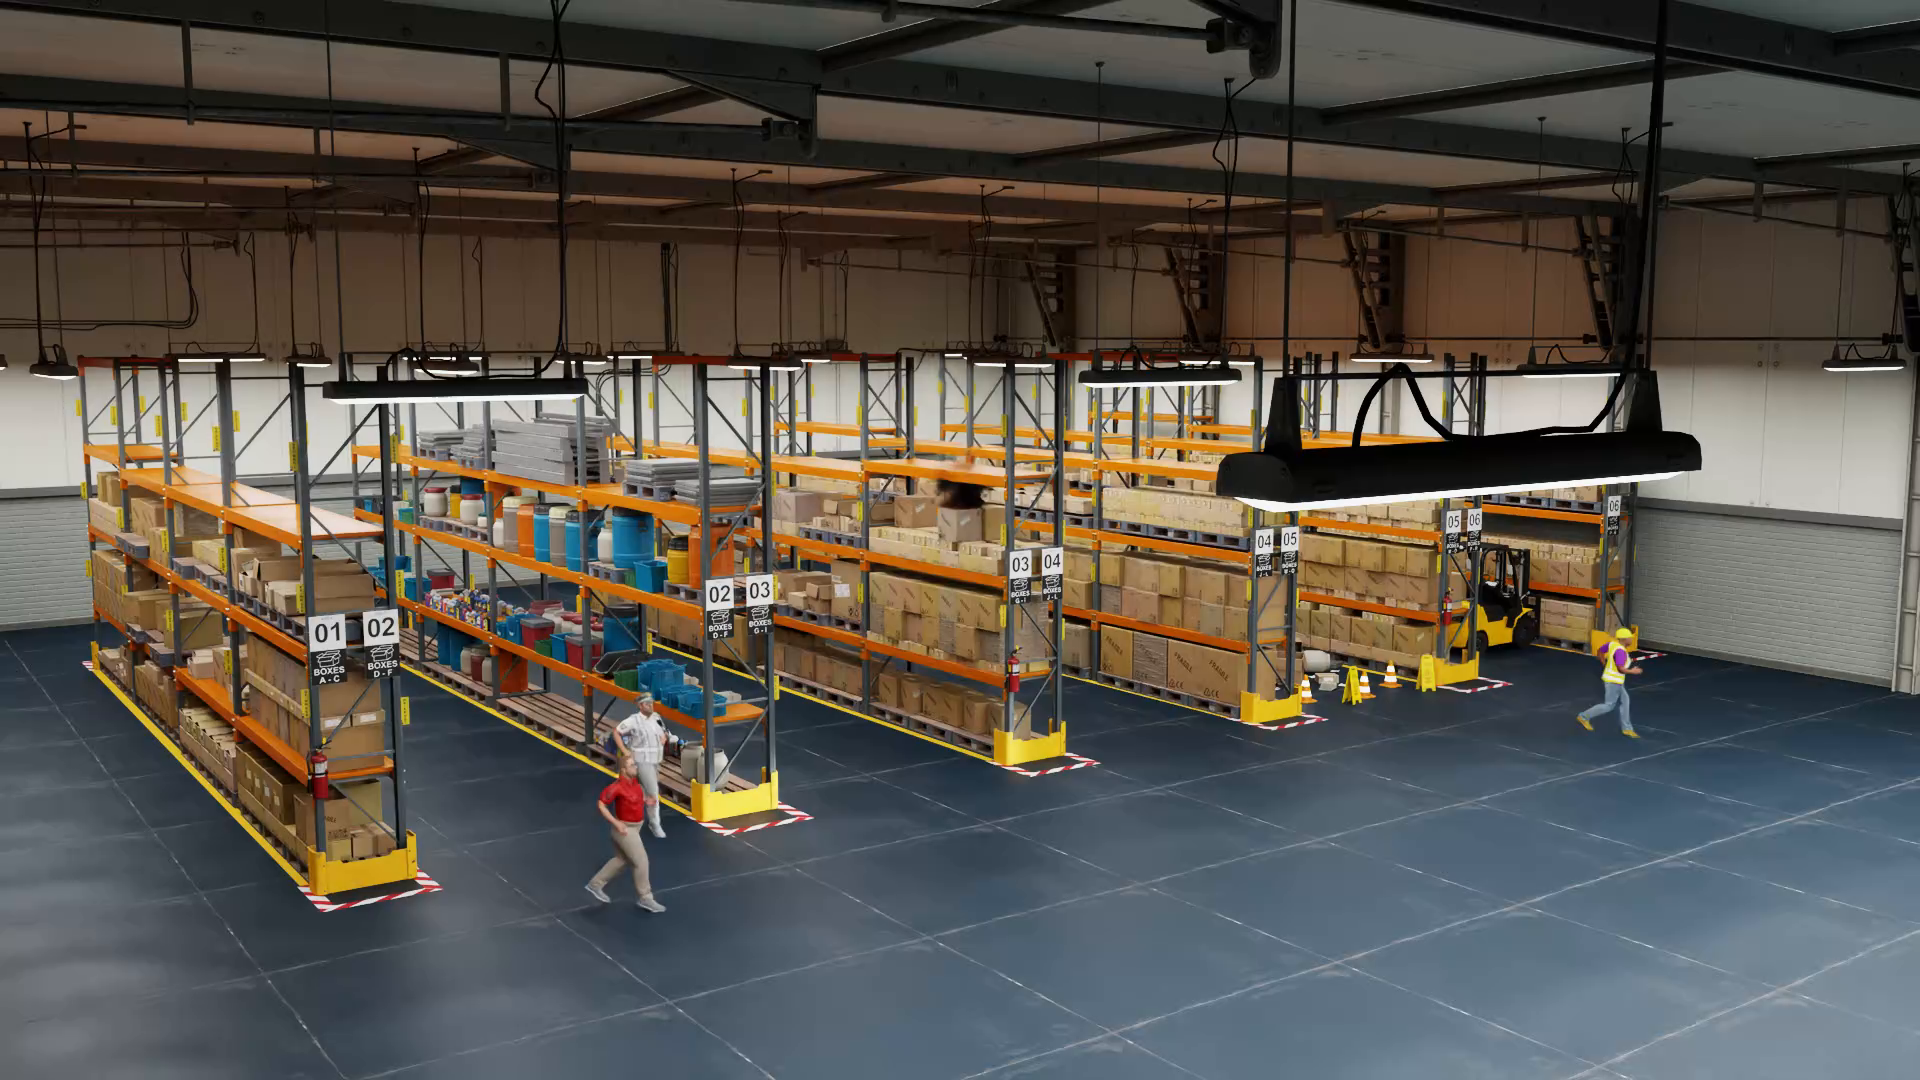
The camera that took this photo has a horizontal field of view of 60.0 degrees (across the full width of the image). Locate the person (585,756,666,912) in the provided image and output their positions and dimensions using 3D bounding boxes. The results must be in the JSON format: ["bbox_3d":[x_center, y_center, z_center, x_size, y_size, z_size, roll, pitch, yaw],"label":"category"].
[{"bbox_3d":[-3.719,3.249,18.456,0.903,1.761,0.642,0,7,-1],"label":"person"}]

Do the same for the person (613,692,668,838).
[{"bbox_3d":[-4.035,2.867,21.434,0.823,1.843,0.713,3,8,26],"label":"person"}]

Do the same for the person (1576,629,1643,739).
[{"bbox_3d":[10.349,2.278,26.437,0.998,1.773,0.734,1,7,12],"label":"person"}]

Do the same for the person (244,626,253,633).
[{"bbox_3d":[-13.725,1.573,32.144,0.707,1.824,0.687,6,9,40],"label":"person"}]
